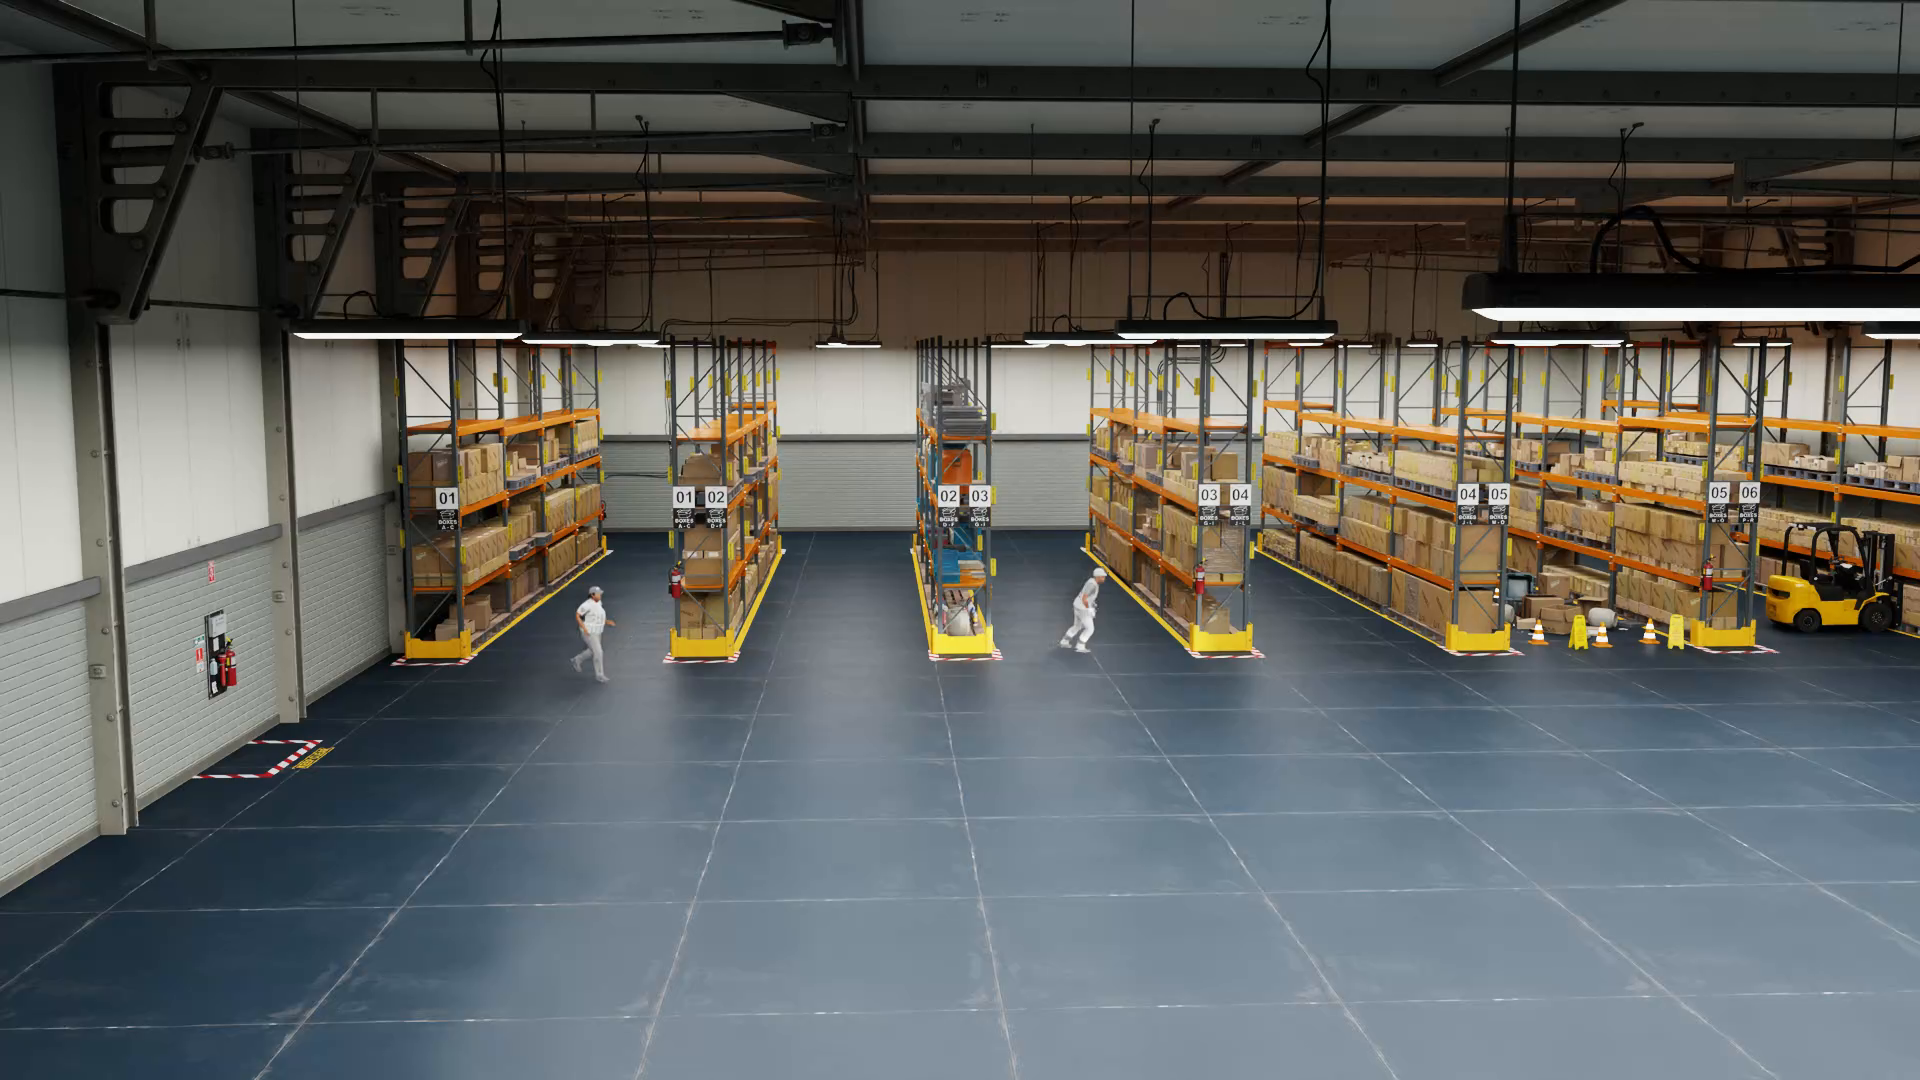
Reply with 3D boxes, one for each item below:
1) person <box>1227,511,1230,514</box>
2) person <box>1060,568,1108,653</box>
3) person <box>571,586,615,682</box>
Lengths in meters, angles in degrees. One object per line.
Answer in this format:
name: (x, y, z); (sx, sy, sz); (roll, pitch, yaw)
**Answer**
person: (7.481, -0.261, 45.416); (0.537, 1.628, 0.621); (0, 6, 2)
person: (2.348, 1.329, 31.636); (0.902, 1.637, 0.690); (0, 6, 3)
person: (-6.463, 1.633, 29.015); (0.846, 1.675, 0.586); (2, 7, 20)
